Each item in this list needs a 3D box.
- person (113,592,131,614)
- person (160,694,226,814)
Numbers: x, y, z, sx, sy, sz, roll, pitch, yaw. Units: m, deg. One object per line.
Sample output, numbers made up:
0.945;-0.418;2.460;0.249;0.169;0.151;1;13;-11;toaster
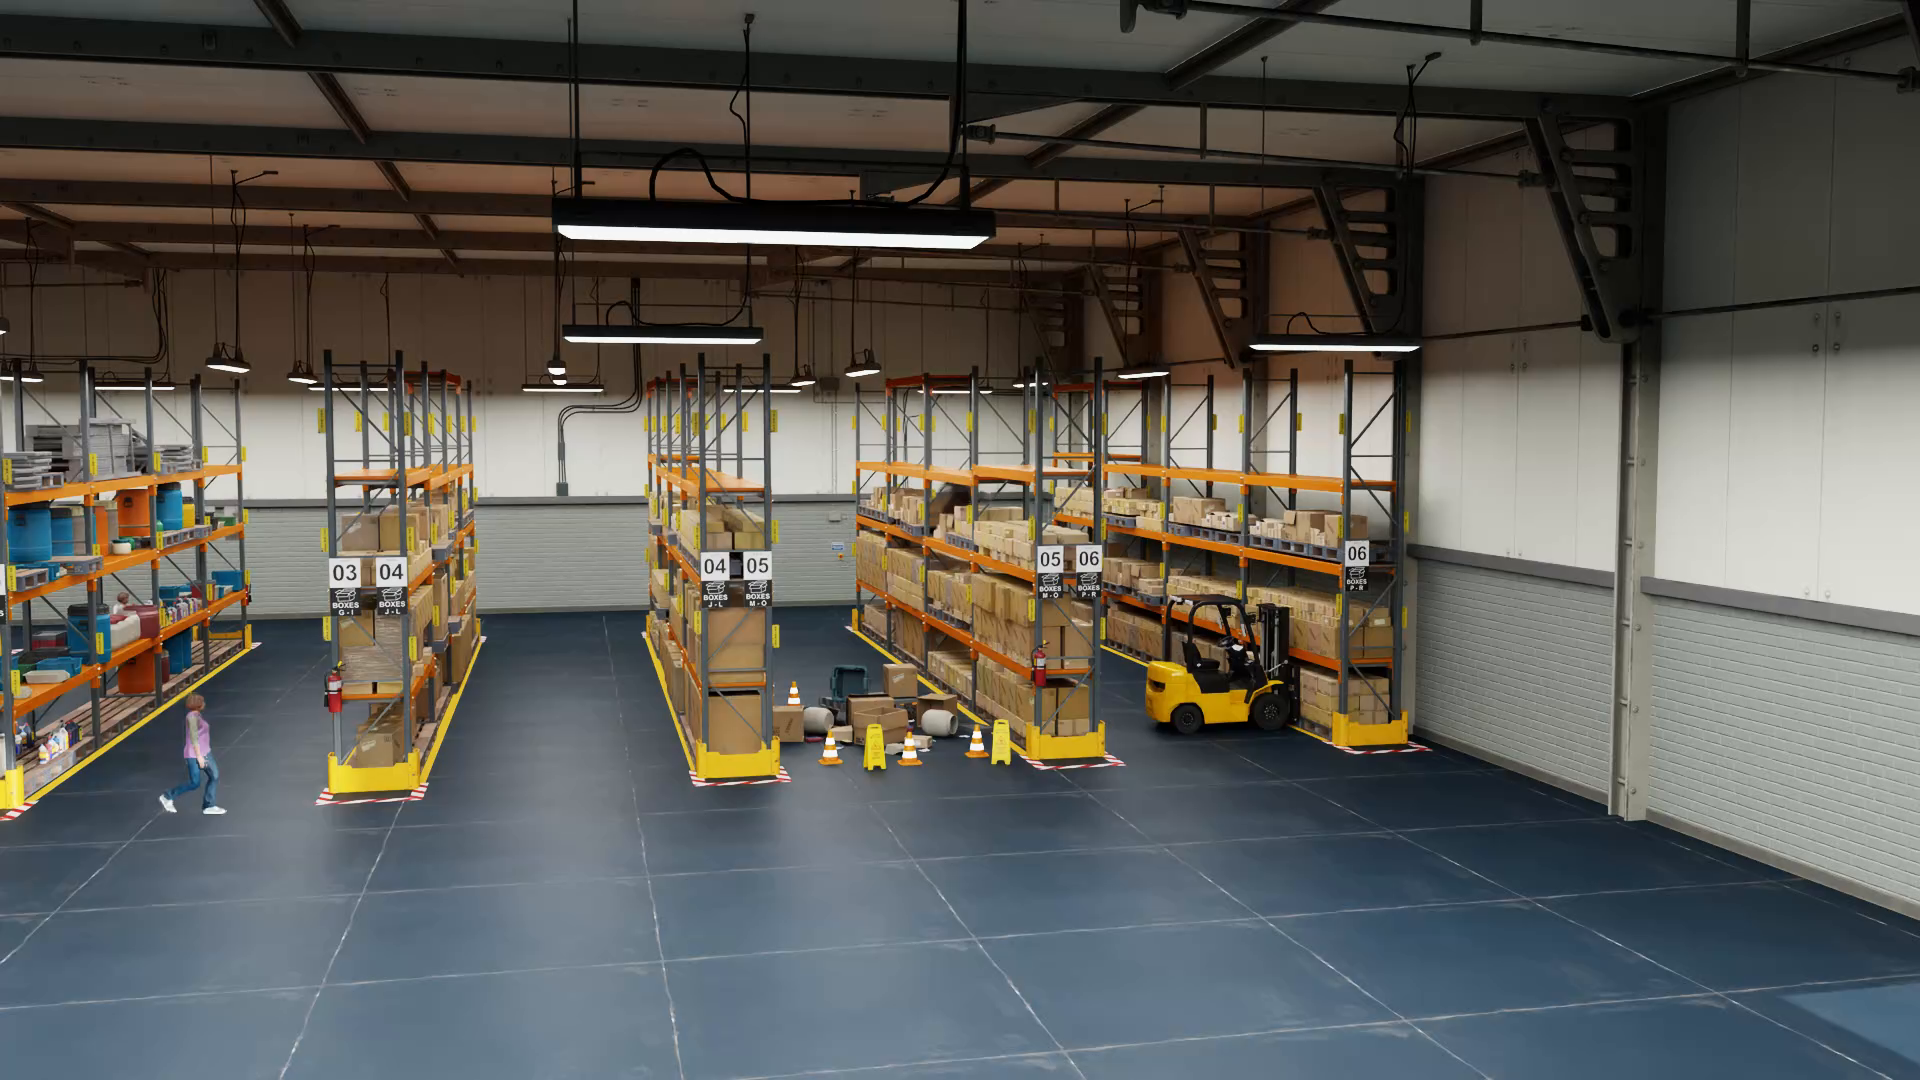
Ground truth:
-16.934;1.851;33.673;0.492;1.582;0.716;-4;5;-43;person
-9.782;2.736;21.194;0.751;1.554;0.395;0;4;1;person
